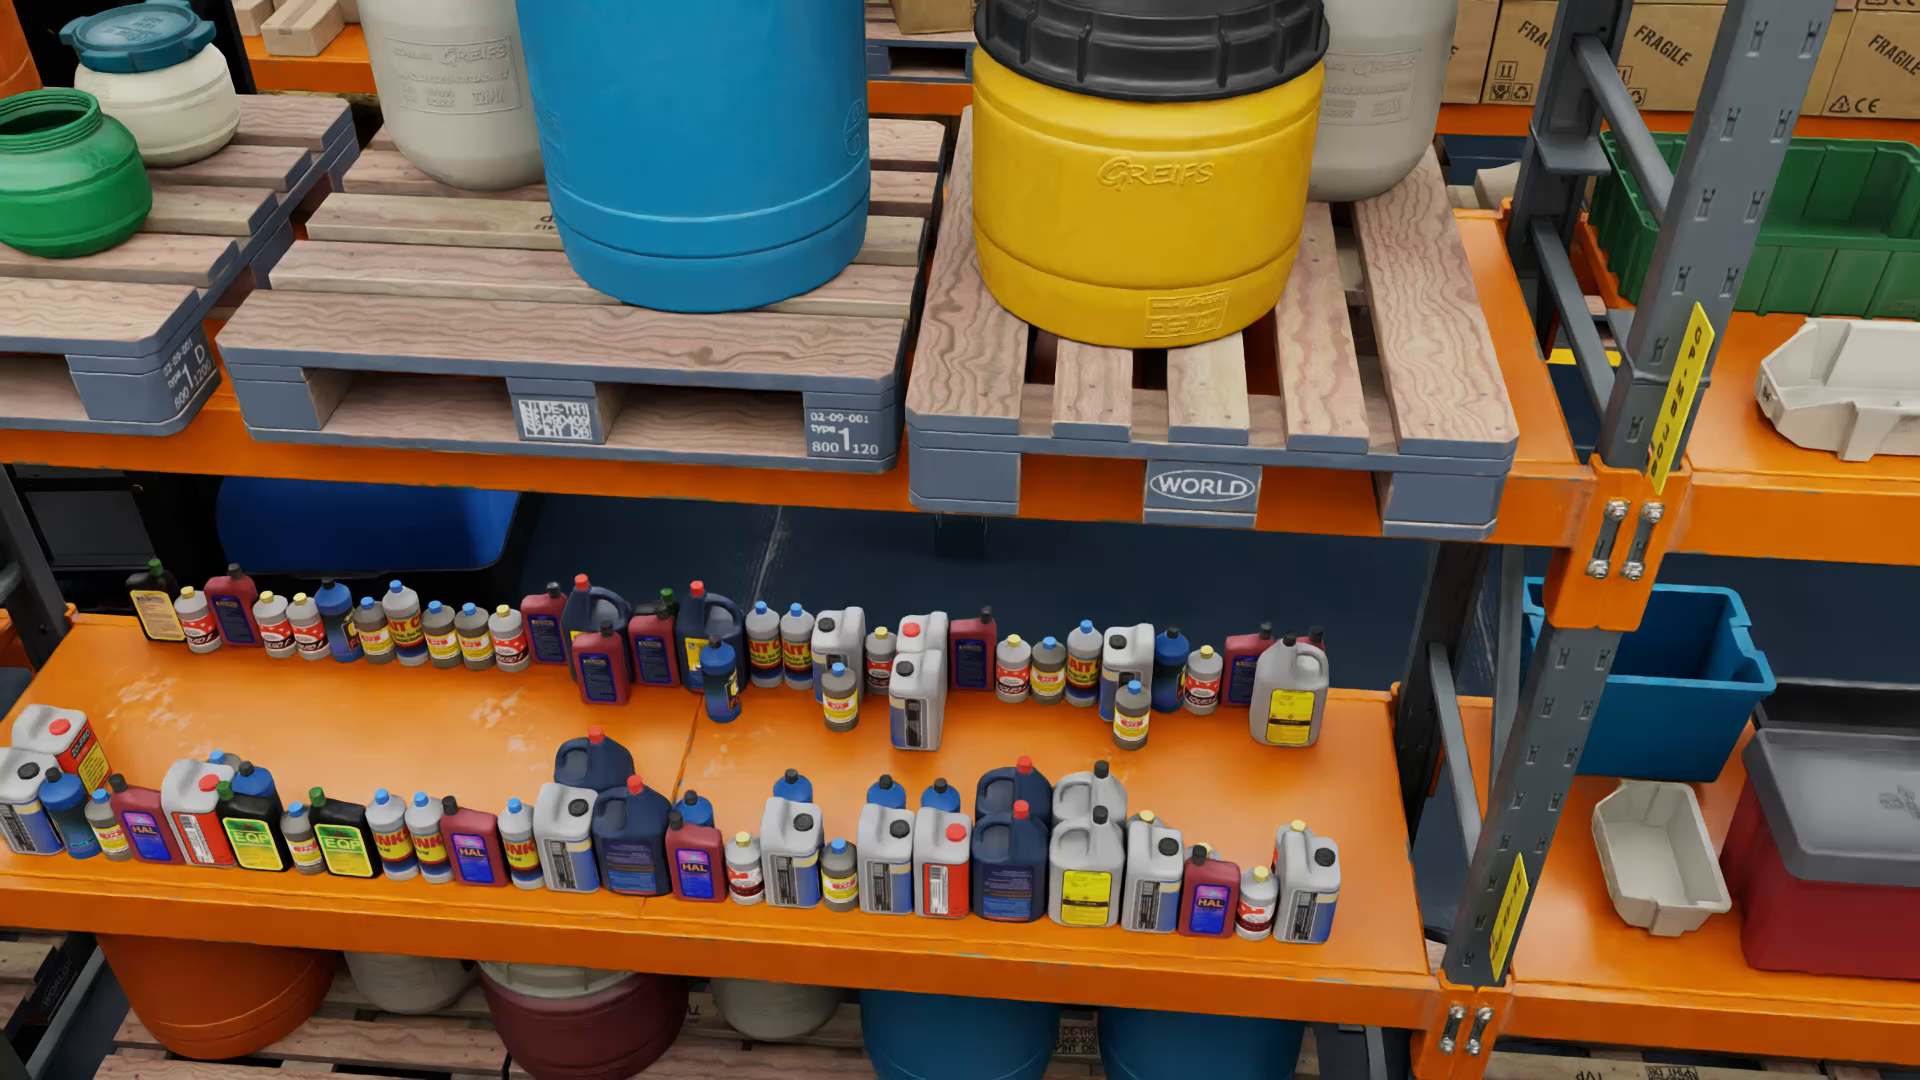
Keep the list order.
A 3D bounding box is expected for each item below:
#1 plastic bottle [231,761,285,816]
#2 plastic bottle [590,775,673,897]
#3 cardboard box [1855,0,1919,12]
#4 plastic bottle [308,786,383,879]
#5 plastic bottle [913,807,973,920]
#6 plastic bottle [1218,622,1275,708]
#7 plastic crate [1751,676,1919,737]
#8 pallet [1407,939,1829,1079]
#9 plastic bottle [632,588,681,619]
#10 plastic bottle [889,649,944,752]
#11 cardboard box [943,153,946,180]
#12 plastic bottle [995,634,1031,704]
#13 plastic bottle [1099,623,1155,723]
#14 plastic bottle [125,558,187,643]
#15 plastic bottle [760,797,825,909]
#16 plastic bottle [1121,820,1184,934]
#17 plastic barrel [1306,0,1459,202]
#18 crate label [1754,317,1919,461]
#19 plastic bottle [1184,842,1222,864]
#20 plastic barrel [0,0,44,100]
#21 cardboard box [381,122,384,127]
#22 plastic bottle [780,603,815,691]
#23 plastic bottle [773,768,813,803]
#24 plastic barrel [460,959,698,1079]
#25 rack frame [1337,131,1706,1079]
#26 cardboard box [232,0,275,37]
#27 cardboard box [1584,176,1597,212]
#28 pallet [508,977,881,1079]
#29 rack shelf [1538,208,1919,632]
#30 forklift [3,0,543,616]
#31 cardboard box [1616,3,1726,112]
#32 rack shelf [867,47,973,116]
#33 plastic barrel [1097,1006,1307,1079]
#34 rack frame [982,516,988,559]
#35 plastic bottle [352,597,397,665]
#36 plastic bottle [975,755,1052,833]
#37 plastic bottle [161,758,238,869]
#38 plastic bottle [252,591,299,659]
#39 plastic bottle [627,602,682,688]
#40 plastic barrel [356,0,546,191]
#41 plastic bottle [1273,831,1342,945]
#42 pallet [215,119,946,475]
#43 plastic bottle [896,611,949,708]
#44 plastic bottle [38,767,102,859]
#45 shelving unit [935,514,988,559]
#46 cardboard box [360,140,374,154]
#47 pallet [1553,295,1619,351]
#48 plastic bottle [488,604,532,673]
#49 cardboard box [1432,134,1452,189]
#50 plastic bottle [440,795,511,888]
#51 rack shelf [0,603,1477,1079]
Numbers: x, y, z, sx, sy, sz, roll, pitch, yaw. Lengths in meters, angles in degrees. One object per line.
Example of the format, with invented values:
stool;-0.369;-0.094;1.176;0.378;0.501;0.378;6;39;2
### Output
plastic bottle;-1.755;0.658;4.167;0.097;0.271;0.097;0;39;0
plastic bottle;-0.794;0.704;4.049;0.185;0.351;0.144;3;39;4
cardboard box;4.176;-2.639;7.244;0.500;0.500;0.500;4;39;5
plastic bottle;-1.514;0.717;4.086;0.133;0.283;0.061;3;39;4
plastic bottle;-0.039;0.771;4.025;0.135;0.276;0.152;3;39;4
plastic bottle;0.786;0.338;4.551;0.133;0.283;0.061;3;39;4
plastic crate;2.386;0.564;4.351;0.590;0.125;0.437;3;39;4
pallet;1.983;1.686;5.012;1.213;0.211;1.003;3;39;4
plastic bottle;-0.842;0.249;4.660;0.133;0.283;0.061;3;39;4
plastic bottle;-0.116;0.417;4.460;0.135;0.276;0.152;3;39;4
cardboard box;-0.336;-1.660;8.545;0.500;0.500;0.500;2;39;2
plastic bottle;0.148;0.347;4.605;0.097;0.201;0.097;0;39;0
plastic bottle;0.455;0.352;4.540;0.135;0.276;0.152;3;39;4
plastic bottle;-2.298;0.170;4.758;0.133;0.283;0.061;3;39;4
plastic bottle;-0.404;0.751;4.049;0.135;0.276;0.152;3;39;4
plastic bottle;0.463;0.799;3.991;0.135;0.276;0.152;3;39;4
plastic barrel;0.745;-0.977;3.257;0.433;0.535;0.433;0;39;0
crate label;1.710;-0.264;3.031;0.466;0.136;0.293;3;39;4
plastic bottle;0.581;0.813;4.032;0.097;0.201;0.097;0;39;0
plastic barrel;-2.172;-1.089;3.163;0.708;0.830;0.600;3;39;4
cardboard box;-2.803;-2.271;9.066;0.500;0.311;0.500;4;39;5
plastic bottle;-0.447;0.287;4.623;0.097;0.271;0.097;0;39;0
plastic bottle;-0.412;0.674;4.148;0.097;0.271;0.097;0;39;0
plastic barrel;-1.124;1.221;4.952;0.708;0.588;0.600;3;39;4
rack frame;1.248;0.589;4.151;0.127;3.000;1.000;3;39;4
cardboard box;-3.582;-2.681;8.366;0.250;0.149;0.380;6;40;7
cardboard box;3.551;-1.630;8.505;0.637;0.503;0.797;3;39;4
pallet;-0.736;1.537;5.194;1.213;0.211;1.003;3;39;4
rack shelf;3.240;-0.187;3.297;4.000;0.370;1.077;3;39;4
forklift;-3.360;-1.085;6.262;3.031;2.935;1.130;-1;39;-1
cardboard box;3.172;-2.311;7.634;0.500;0.500;0.500;3;39;4
rack shelf;-0.314;-2.356;8.339;4.000;0.370;1.077;3;39;4
plastic barrel;0.707;1.199;4.730;0.708;0.901;0.600;3;39;4
rack frame;0.109;-0.343;6.959;0.006;0.900;0.240;3;39;4
plastic bottle;-1.663;0.248;4.727;0.097;0.201;0.097;0;39;0
plastic bottle;0.132;0.663;4.099;0.185;0.351;0.144;3;39;4
plastic bottle;-1.873;0.671;4.148;0.135;0.276;0.152;3;39;4
plastic bottle;-1.954;0.232;4.746;0.097;0.201;0.097;0;39;0
plastic bottle;-0.847;0.288;4.613;0.133;0.283;0.061;3;39;4
plastic barrel;-0.958;-1.006;3.294;0.433;0.535;0.433;0;39;0
plastic bottle;0.827;0.819;3.966;0.135;0.276;0.152;3;39;4
pallet;-0.672;-0.543;3.314;1.213;0.211;1.003;3;39;4
plastic bottle;-0.103;0.322;4.577;0.135;0.276;0.152;3;39;4
plastic bottle;-2.221;0.671;4.151;0.097;0.271;0.097;0;39;0
shelving unit;0.008;-0.349;6.965;0.210;0.900;0.258;3;39;4
cardboard box;-2.850;-1.932;8.648;0.500;0.311;0.500;4;39;5
pallet;3.582;-1.342;8.732;1.213;0.211;1.003;3;39;4
plastic bottle;-1.276;0.269;4.701;0.097;0.201;0.097;0;39;0
cardboard box;2.271;-1.875;8.809;0.500;0.500;0.500;3;39;4
plastic bottle;-1.187;0.735;4.064;0.133;0.283;0.061;3;39;4
rack shelf;-0.745;0.759;4.512;4.000;0.370;1.077;3;39;4
